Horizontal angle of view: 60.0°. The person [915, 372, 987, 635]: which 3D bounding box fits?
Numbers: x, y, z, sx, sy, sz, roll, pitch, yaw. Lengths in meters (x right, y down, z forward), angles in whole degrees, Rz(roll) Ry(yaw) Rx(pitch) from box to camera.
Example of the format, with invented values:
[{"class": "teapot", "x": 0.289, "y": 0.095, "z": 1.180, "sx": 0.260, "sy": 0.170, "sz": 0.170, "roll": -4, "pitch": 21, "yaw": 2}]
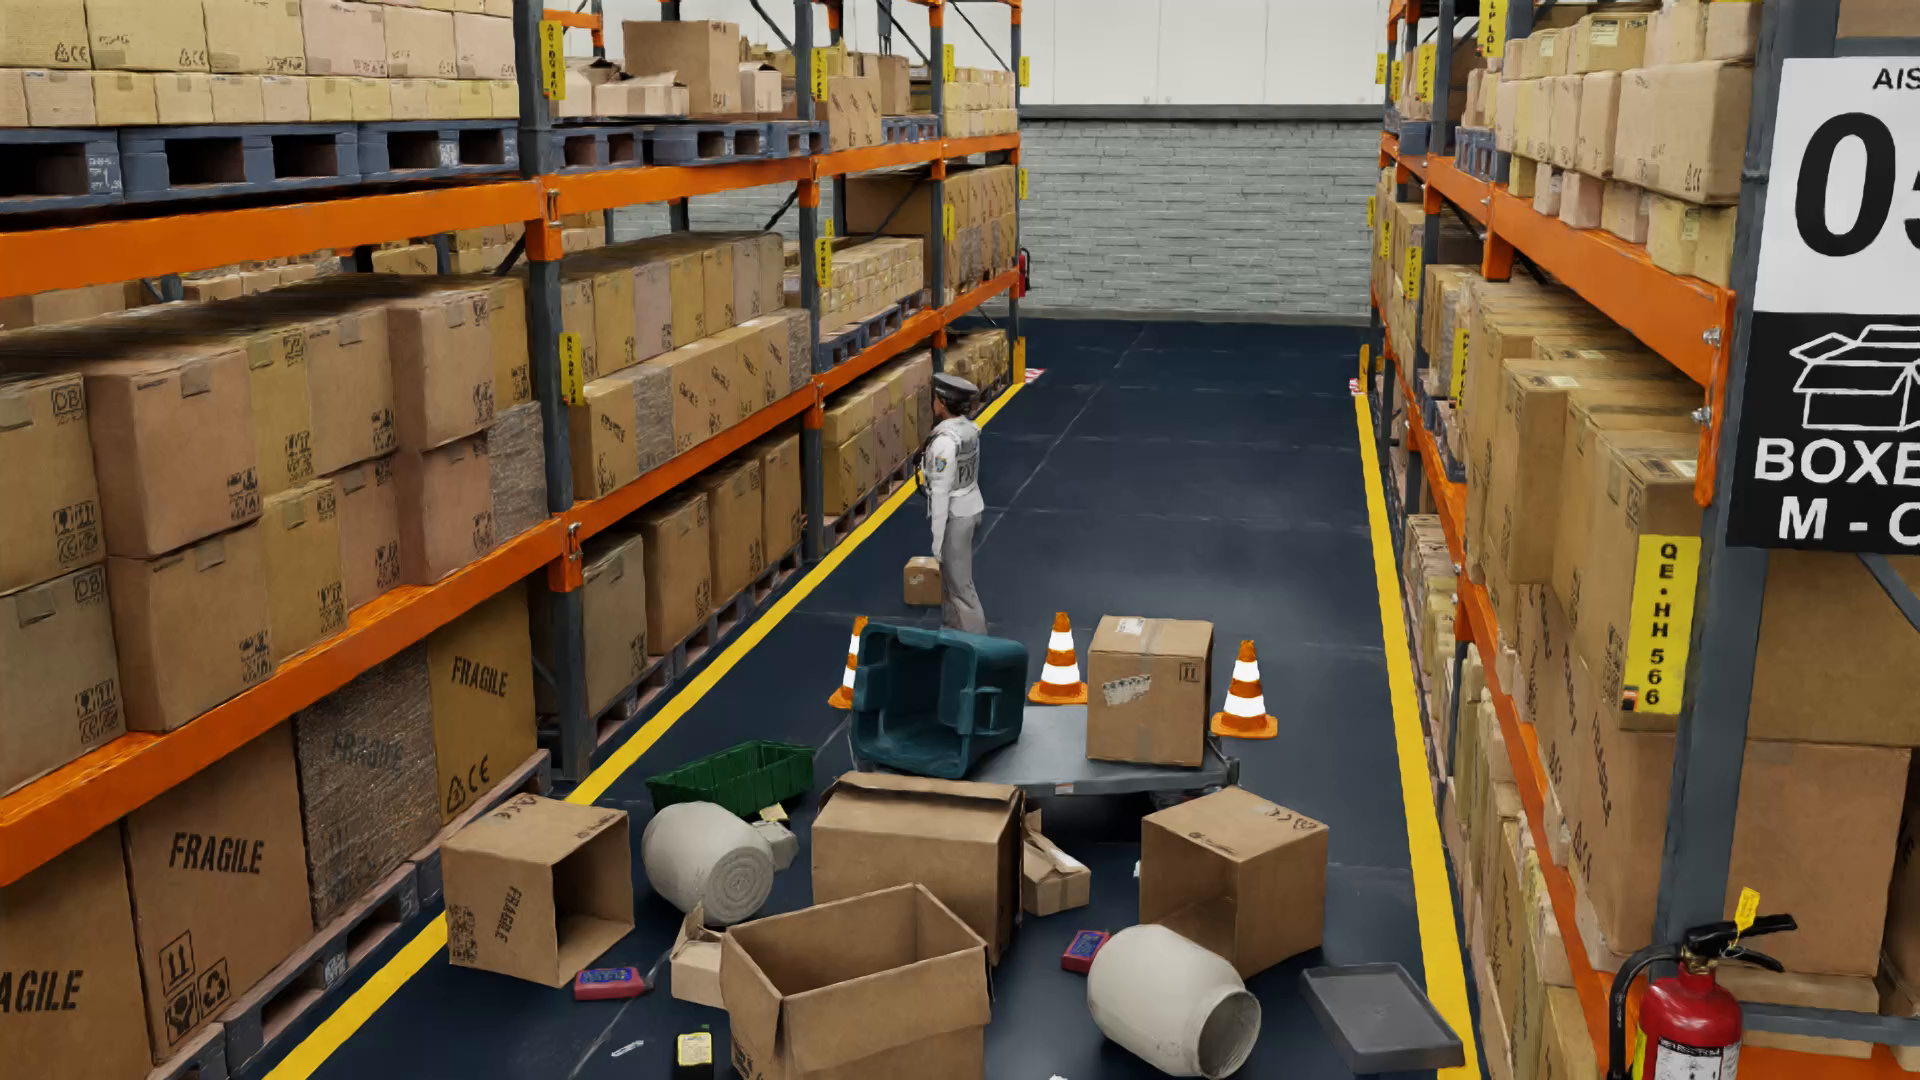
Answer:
[{"class": "person", "x": -0.055, "y": -0.111, "z": 9.337, "sx": 0.550, "sy": 1.668, "sz": 0.631, "roll": 5, "pitch": 16, "yaw": 18}]
